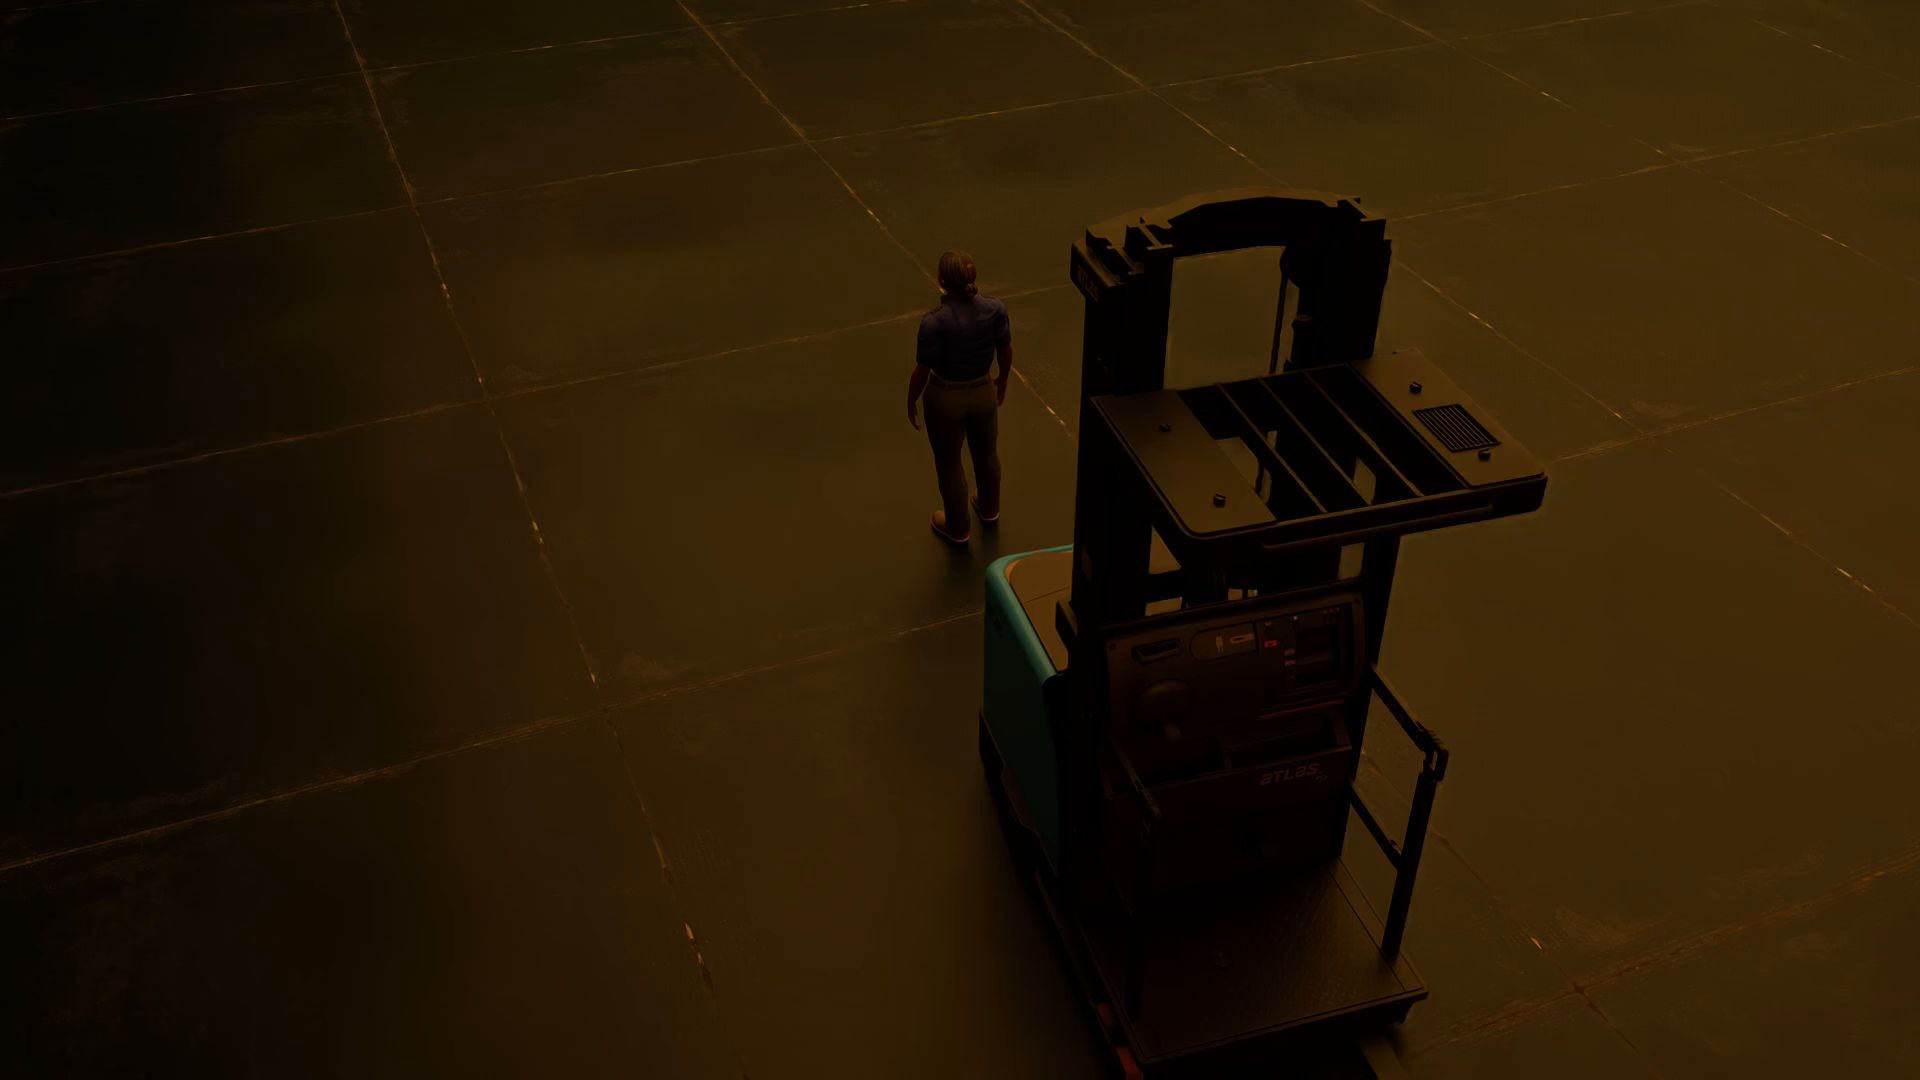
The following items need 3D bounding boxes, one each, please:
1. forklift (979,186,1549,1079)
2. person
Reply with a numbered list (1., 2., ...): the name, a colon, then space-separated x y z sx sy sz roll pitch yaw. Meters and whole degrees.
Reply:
1. forklift: 0.990 0.495 5.403 1.130 2.935 3.031 -10 37 -13
2. person: -0.017 -0.731 8.216 0.570 1.656 0.503 -14 38 -19
